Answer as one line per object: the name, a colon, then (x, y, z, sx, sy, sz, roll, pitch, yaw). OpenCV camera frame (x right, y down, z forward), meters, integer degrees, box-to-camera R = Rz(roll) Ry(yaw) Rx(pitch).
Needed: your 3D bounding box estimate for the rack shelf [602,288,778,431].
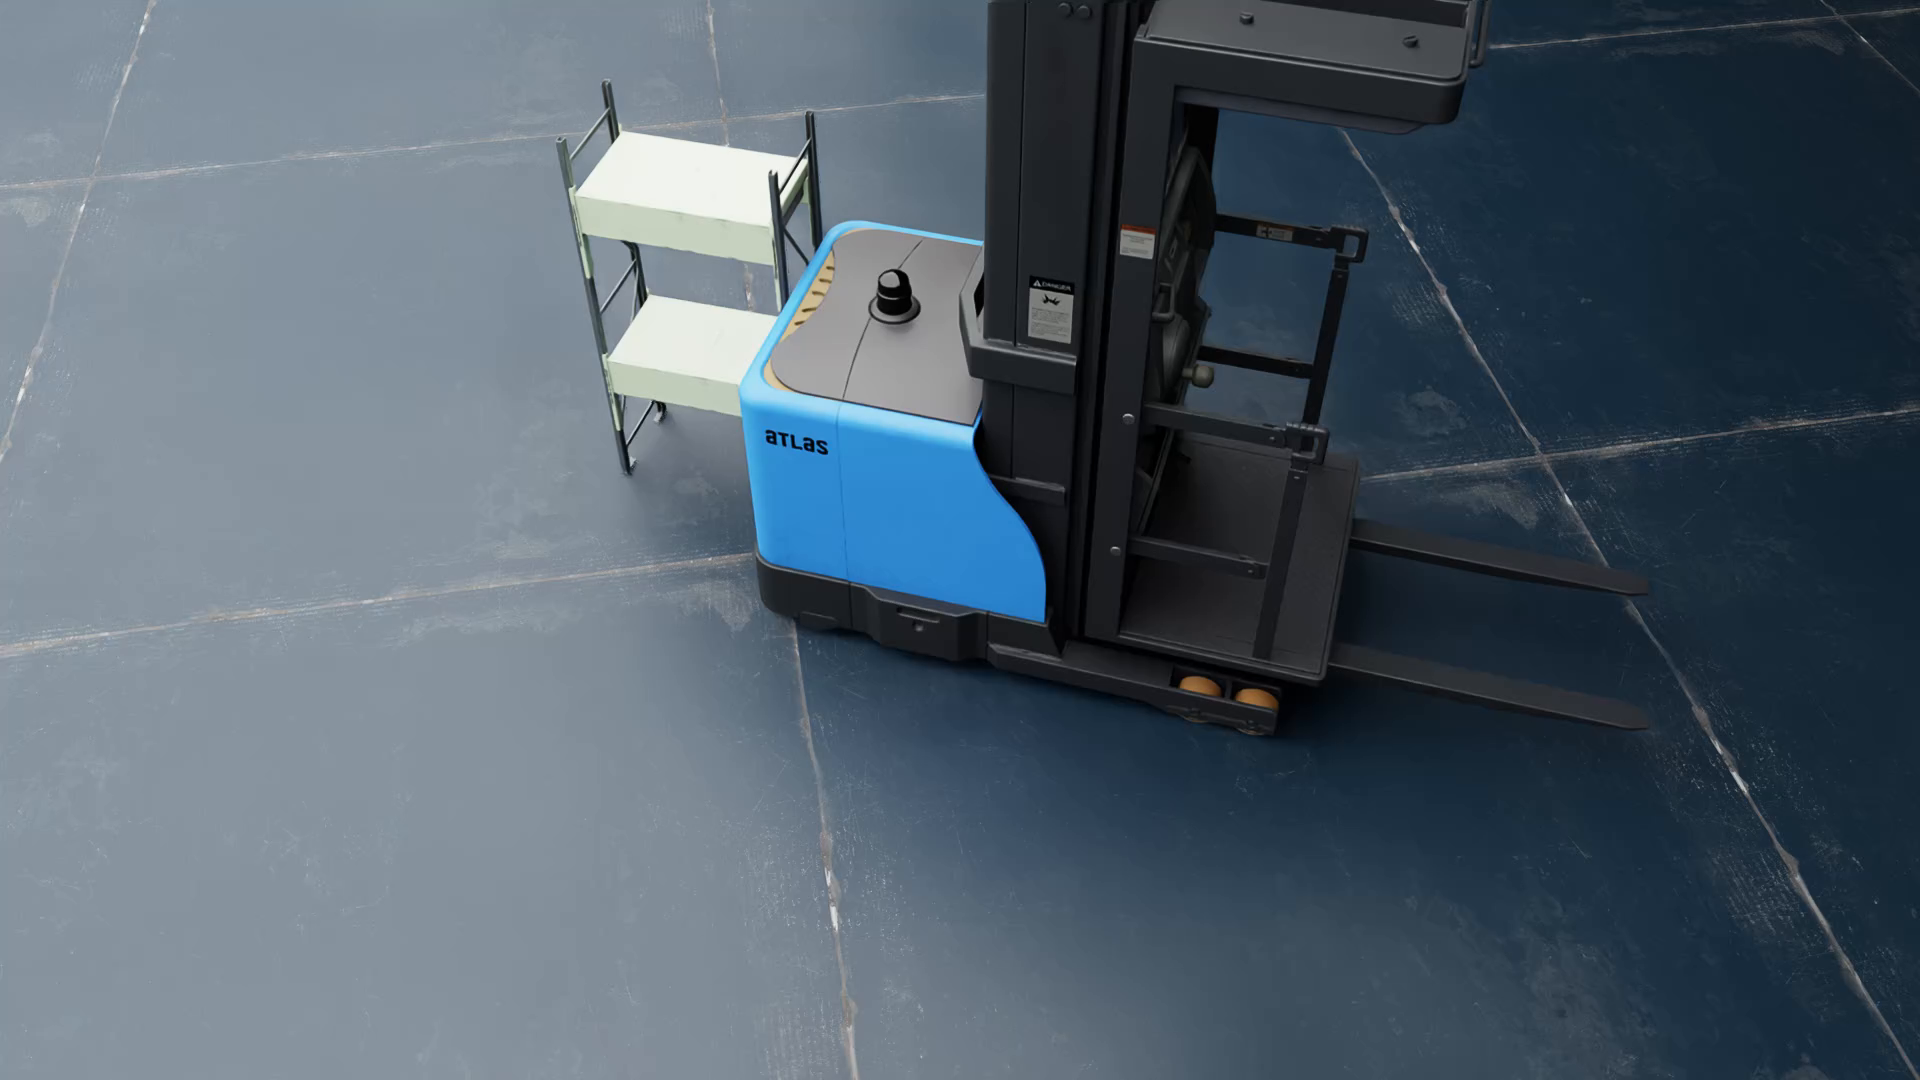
rack shelf: (-0.903, -0.621, 6.259, 0.720, 0.370, 0.431, 11, 47, 10)

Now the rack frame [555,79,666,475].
rack frame: (-1.256, -0.916, 6.091, 0.023, 1.500, 0.400, 11, 47, 10)

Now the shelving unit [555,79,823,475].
shelving unit: (-0.903, -0.847, 6.024, 0.755, 1.500, 0.431, 11, 47, 10)

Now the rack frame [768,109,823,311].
rack frame: (-0.550, -0.778, 5.958, 0.023, 1.500, 0.400, 11, 47, 10)

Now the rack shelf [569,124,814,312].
rack shelf: (-0.903, -1.118, 5.743, 0.720, 0.370, 0.431, 11, 47, 10)

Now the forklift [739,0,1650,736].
forklift: (0.858, -0.787, 4.973, 3.031, 2.935, 1.130, 12, 47, 11)
